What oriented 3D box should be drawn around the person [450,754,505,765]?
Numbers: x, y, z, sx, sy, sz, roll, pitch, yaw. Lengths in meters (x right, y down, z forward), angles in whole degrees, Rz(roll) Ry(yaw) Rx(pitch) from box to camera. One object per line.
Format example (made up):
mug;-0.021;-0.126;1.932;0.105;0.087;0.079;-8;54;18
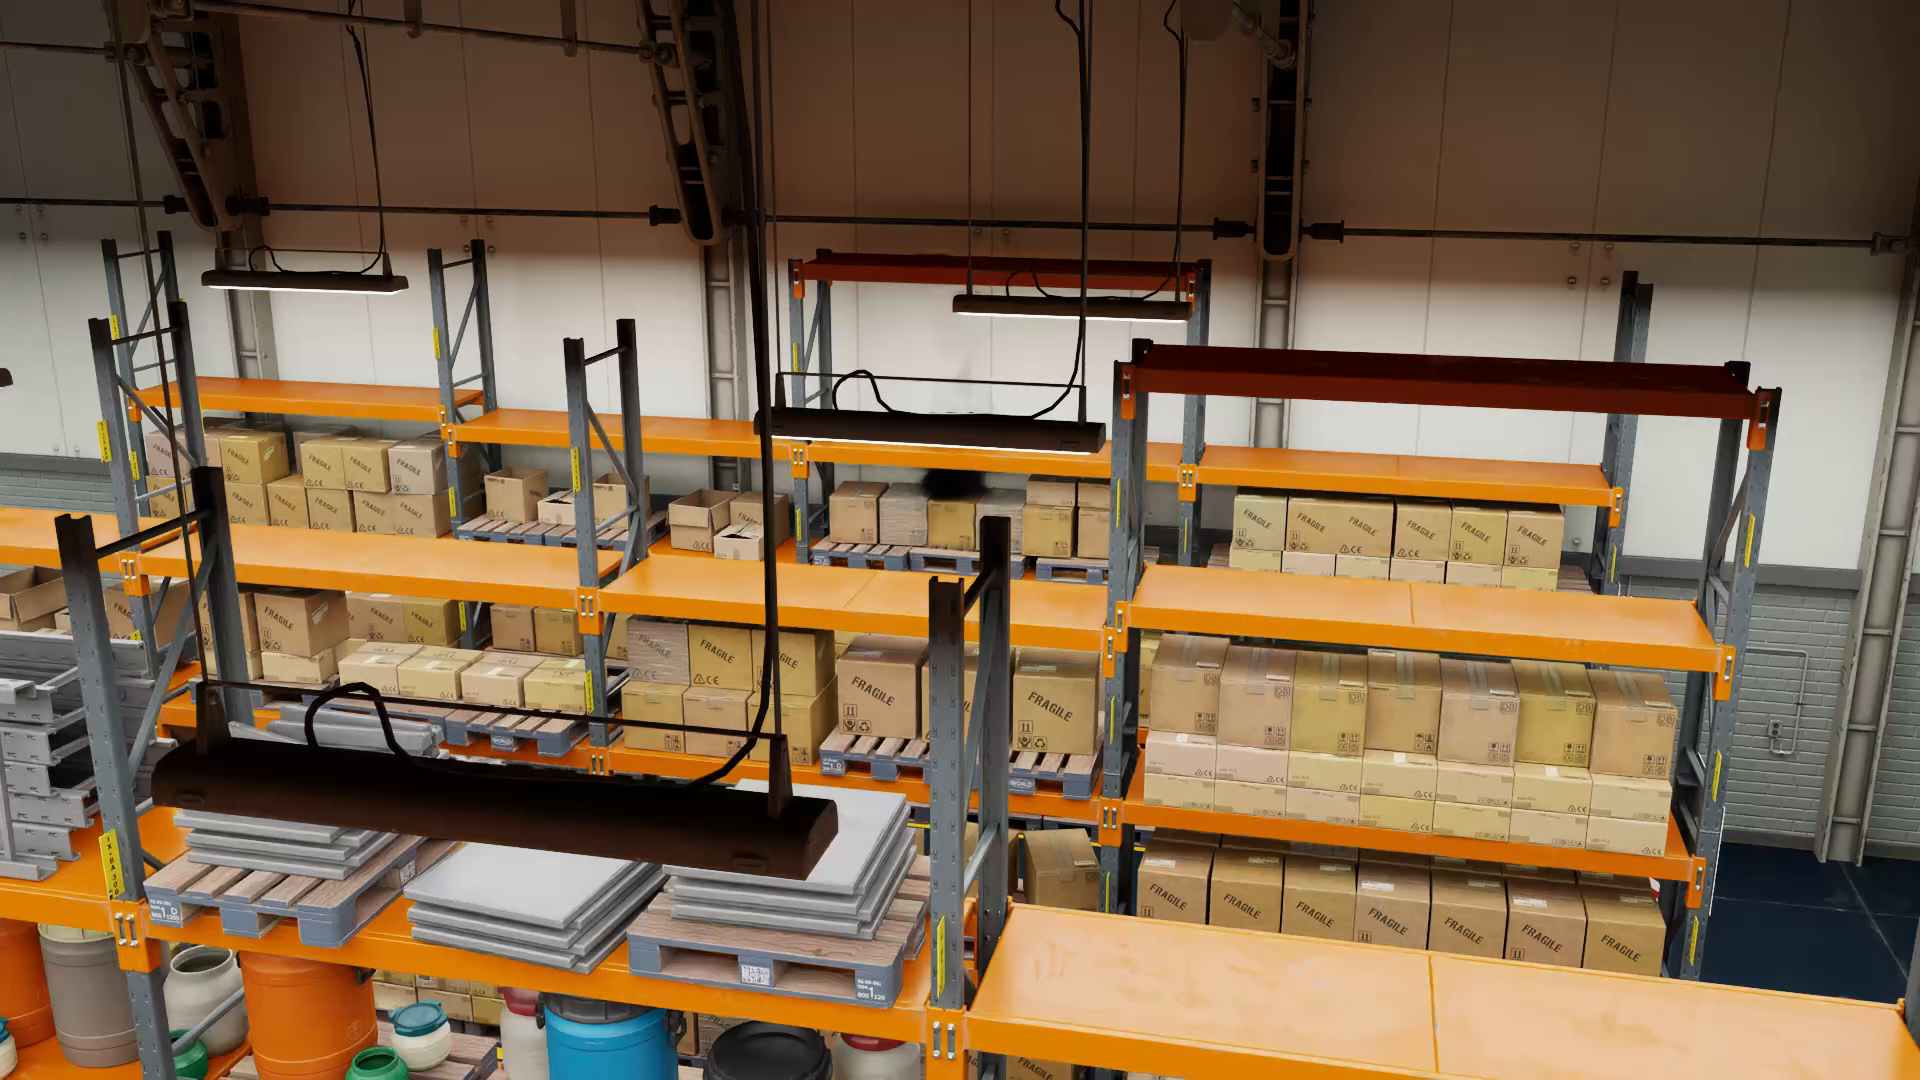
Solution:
person;-4.859;2.448;17.014;0.687;1.725;0.579;1;16;2
